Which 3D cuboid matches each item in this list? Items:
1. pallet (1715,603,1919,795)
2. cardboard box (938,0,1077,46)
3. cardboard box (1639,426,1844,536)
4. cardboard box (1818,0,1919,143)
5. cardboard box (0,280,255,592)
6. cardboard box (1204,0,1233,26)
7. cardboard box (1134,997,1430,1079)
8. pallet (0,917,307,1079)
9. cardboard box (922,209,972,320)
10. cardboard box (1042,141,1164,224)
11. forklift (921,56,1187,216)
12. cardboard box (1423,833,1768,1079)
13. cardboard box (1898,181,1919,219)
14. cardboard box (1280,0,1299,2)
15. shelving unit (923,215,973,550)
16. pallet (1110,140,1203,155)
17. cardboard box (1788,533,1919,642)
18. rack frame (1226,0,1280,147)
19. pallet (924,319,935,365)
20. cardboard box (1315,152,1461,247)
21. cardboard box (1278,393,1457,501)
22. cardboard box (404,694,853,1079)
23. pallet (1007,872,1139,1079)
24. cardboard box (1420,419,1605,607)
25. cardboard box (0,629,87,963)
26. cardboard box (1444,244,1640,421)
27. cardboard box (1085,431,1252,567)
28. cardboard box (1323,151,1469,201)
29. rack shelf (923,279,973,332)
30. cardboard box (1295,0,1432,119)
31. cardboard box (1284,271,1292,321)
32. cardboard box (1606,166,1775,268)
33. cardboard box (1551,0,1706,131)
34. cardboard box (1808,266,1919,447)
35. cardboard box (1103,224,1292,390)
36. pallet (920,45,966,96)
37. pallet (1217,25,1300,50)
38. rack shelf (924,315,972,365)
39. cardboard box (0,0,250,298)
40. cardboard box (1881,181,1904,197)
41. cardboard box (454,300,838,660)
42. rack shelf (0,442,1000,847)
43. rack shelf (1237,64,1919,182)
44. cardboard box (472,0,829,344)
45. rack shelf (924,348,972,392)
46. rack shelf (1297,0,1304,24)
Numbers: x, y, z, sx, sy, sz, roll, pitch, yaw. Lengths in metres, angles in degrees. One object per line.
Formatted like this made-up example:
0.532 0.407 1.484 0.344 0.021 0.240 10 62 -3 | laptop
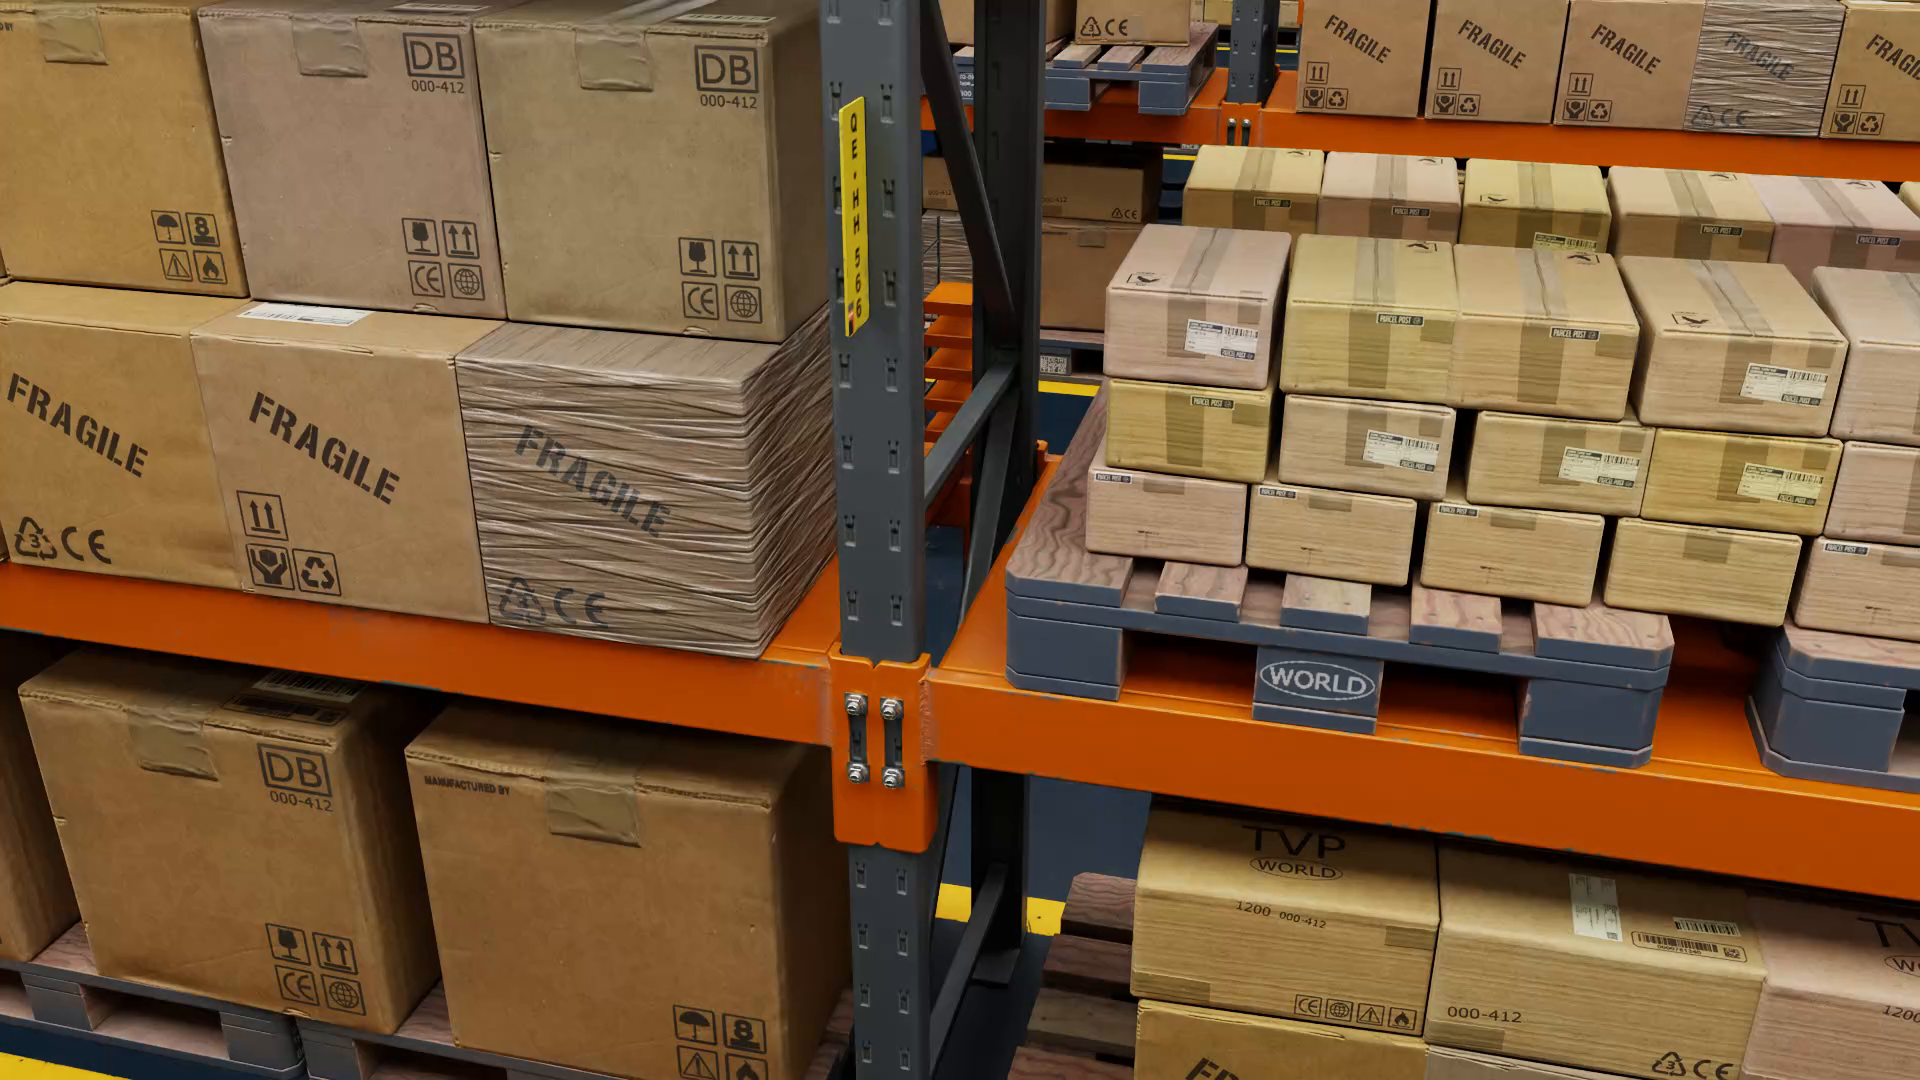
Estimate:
1.912 0.113 2.746 1.213 0.211 1.003 6 26 13 | pallet
0.219 -2.517 7.442 0.500 0.500 0.700 10 27 21 | cardboard box
1.170 -0.161 2.557 0.250 0.149 0.380 6 26 13 | cardboard box
3.686 -1.885 6.603 0.500 0.500 0.500 6 26 12 | cardboard box
-1.485 -0.258 3.185 0.500 0.500 0.500 6 26 12 | cardboard box
2.718 -5.303 16.609 0.500 0.250 0.500 6 26 12 | cardboard box
0.606 0.952 3.180 0.500 0.500 0.500 5 26 11 | cardboard box
-1.938 0.843 4.233 1.213 0.211 1.003 6 26 13 | pallet
0.124 -1.410 8.119 0.500 0.500 0.700 4 26 9 | cardboard box
0.662 -1.691 7.835 0.500 0.250 0.500 7 26 15 | cardboard box
0.418 -3.327 9.829 3.031 2.935 1.130 5 26 11 | forklift
1.083 0.661 2.920 0.500 0.250 0.500 6 26 12 | cardboard box
1.825 -0.512 2.948 0.250 0.149 0.380 8 26 16 | cardboard box
3.220 -5.501 16.373 0.500 0.311 0.500 7 26 14 | cardboard box
-0.014 -0.543 5.995 0.189 1.200 0.258 6 26 13 | shelving unit
1.811 -3.125 12.568 1.213 0.211 1.003 6 26 13 | pallet
1.409 0.000 2.563 0.250 0.149 0.380 7 26 15 | cardboard box
1.318 -2.223 7.429 0.127 3.000 1.000 6 26 13 | rack frame
-0.616 -1.179 8.482 1.213 0.211 1.003 6 26 13 | pallet
0.816 -0.624 3.183 0.250 0.149 0.380 6 26 12 | cardboard box
0.666 -0.216 2.671 0.250 0.149 0.380 8 26 15 | cardboard box
-0.583 0.555 3.723 0.750 0.750 1.050 6 26 12 | cardboard box
0.741 1.175 3.537 1.213 0.211 1.003 6 26 13 | pallet
0.889 -0.055 2.680 0.250 0.149 0.380 8 27 16 | cardboard box
-2.332 0.363 4.126 0.750 0.750 1.050 6 26 13 | cardboard box
0.881 -0.327 2.560 0.250 0.149 0.380 6 26 13 | cardboard box
0.368 -0.113 2.801 0.250 0.149 0.380 6 26 12 | cardboard box
1.981 -1.370 7.622 0.875 0.875 1.225 5 26 11 | cardboard box
-0.014 -0.828 5.860 0.180 0.103 0.258 6 26 13 | rack shelf
1.721 -2.102 7.060 0.500 0.500 0.500 7 26 15 | cardboard box
0.577 -0.516 3.301 0.250 0.149 0.380 7 26 14 | cardboard box
1.329 -0.569 3.067 0.250 0.149 0.380 7 26 15 | cardboard box
2.718 -1.995 6.834 0.500 0.500 0.500 6 26 12 | cardboard box
1.400 -0.271 2.441 0.250 0.149 0.380 8 26 15 | cardboard box
0.388 -0.383 2.676 0.250 0.149 0.380 6 26 13 | cardboard box
-0.609 -2.331 7.880 1.213 0.211 1.003 6 26 13 | pallet
3.001 -5.192 16.909 1.213 0.211 1.003 6 26 13 | pallet
-0.014 -0.720 5.911 0.180 0.103 0.258 6 26 13 | rack shelf
-1.435 -0.825 3.214 0.500 0.500 0.700 6 26 12 | cardboard box
3.701 -1.180 7.223 0.875 0.875 1.225 5 26 11 | cardboard box
-0.518 -0.150 2.960 0.500 0.500 0.500 6 26 13 | cardboard box
-1.952 -0.058 3.719 4.000 0.370 1.077 6 26 13 | rack shelf
3.255 -1.684 7.134 4.000 0.370 1.077 6 26 13 | rack shelf
-0.448 -0.717 2.988 0.500 0.500 0.700 6 26 13 | cardboard box
-0.014 -0.612 5.963 0.180 0.103 0.258 6 26 13 | rack shelf
0.614 -4.174 12.365 4.000 0.370 1.077 6 26 13 | rack shelf
